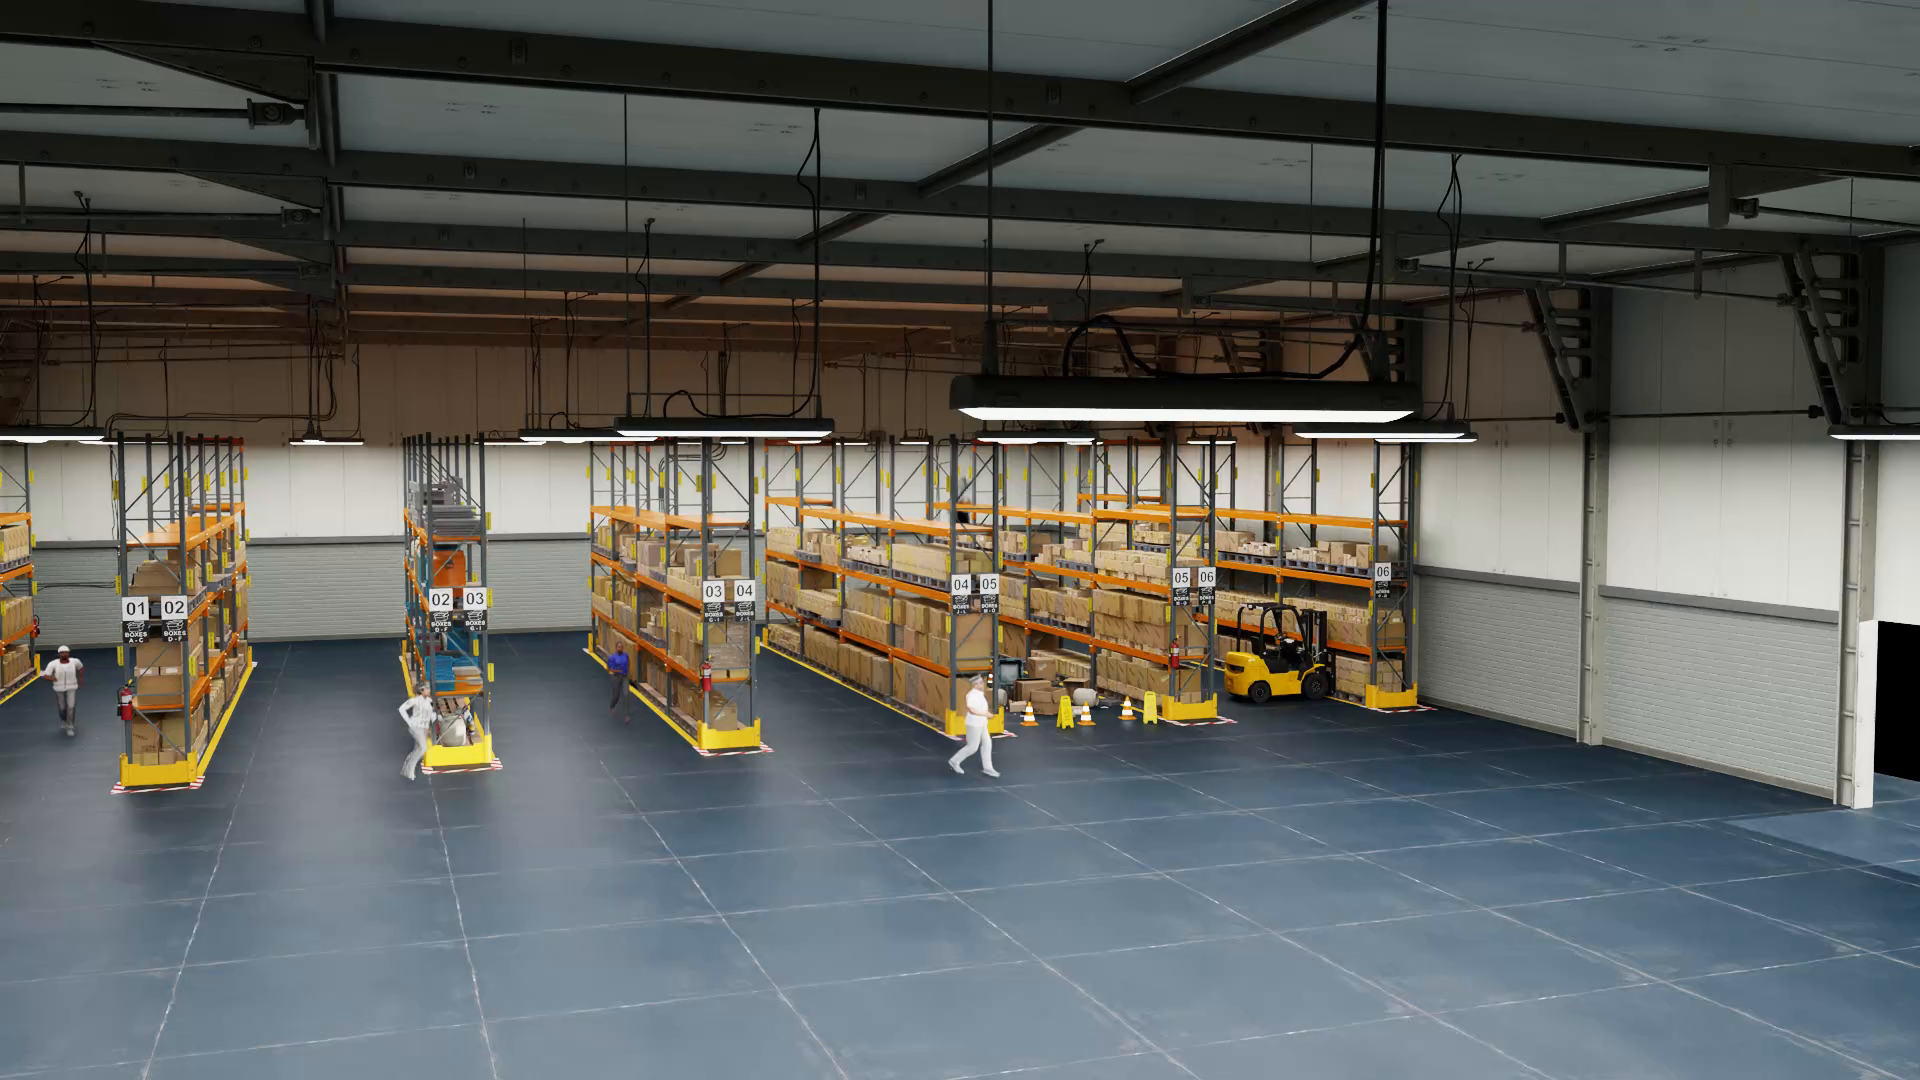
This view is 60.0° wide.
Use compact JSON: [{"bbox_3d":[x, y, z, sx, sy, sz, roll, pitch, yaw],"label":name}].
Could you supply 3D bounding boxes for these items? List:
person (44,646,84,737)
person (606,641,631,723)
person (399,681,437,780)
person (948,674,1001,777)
[{"bbox_3d":[-17.823,2.979,33.097,0.699,1.766,0.988,-2,4,-28],"label":"person"},{"bbox_3d":[-7.139,2.952,34.880,0.581,1.658,0.920,-2,4,-31],"label":"person"},{"bbox_3d":[-9.392,3.292,28.915,0.610,1.668,0.633,1,3,22],"label":"person"},{"bbox_3d":[0.256,3.235,28.977,0.915,1.786,0.658,1,3,15],"label":"person"}]
